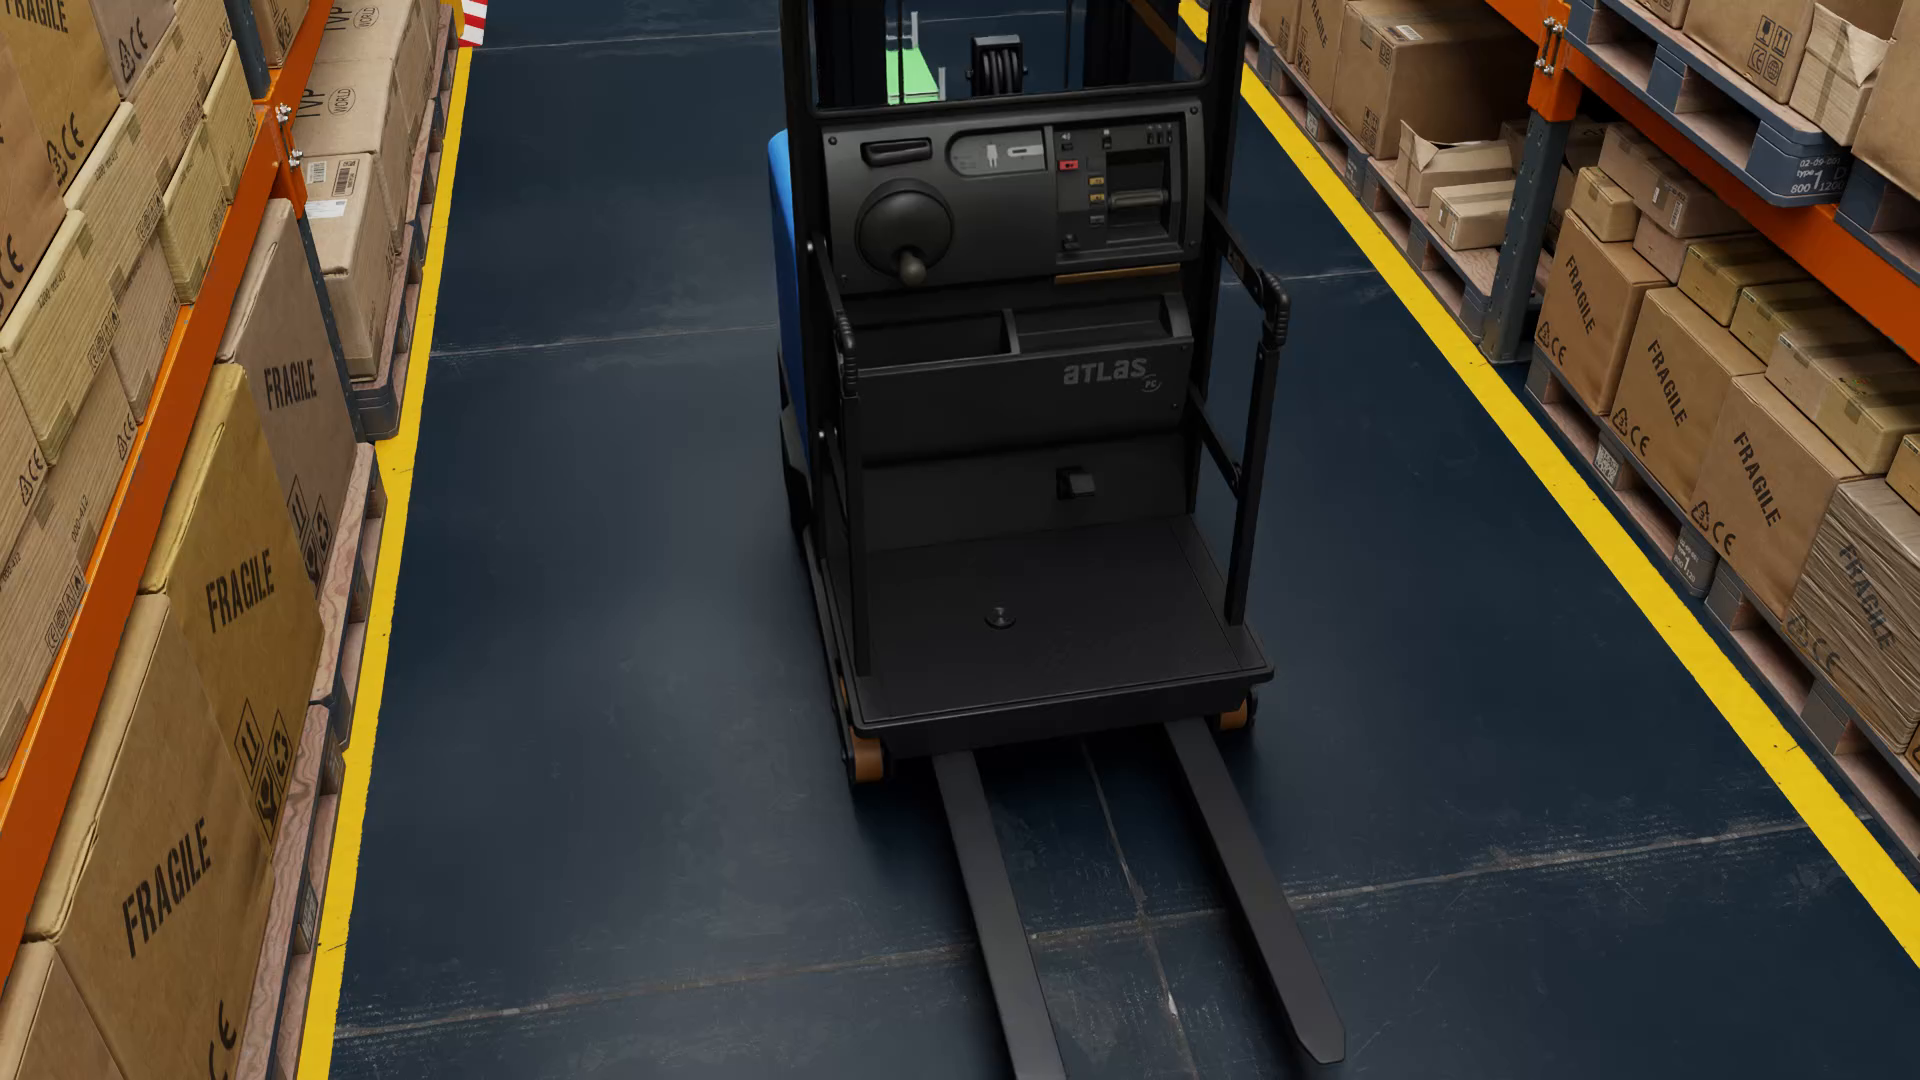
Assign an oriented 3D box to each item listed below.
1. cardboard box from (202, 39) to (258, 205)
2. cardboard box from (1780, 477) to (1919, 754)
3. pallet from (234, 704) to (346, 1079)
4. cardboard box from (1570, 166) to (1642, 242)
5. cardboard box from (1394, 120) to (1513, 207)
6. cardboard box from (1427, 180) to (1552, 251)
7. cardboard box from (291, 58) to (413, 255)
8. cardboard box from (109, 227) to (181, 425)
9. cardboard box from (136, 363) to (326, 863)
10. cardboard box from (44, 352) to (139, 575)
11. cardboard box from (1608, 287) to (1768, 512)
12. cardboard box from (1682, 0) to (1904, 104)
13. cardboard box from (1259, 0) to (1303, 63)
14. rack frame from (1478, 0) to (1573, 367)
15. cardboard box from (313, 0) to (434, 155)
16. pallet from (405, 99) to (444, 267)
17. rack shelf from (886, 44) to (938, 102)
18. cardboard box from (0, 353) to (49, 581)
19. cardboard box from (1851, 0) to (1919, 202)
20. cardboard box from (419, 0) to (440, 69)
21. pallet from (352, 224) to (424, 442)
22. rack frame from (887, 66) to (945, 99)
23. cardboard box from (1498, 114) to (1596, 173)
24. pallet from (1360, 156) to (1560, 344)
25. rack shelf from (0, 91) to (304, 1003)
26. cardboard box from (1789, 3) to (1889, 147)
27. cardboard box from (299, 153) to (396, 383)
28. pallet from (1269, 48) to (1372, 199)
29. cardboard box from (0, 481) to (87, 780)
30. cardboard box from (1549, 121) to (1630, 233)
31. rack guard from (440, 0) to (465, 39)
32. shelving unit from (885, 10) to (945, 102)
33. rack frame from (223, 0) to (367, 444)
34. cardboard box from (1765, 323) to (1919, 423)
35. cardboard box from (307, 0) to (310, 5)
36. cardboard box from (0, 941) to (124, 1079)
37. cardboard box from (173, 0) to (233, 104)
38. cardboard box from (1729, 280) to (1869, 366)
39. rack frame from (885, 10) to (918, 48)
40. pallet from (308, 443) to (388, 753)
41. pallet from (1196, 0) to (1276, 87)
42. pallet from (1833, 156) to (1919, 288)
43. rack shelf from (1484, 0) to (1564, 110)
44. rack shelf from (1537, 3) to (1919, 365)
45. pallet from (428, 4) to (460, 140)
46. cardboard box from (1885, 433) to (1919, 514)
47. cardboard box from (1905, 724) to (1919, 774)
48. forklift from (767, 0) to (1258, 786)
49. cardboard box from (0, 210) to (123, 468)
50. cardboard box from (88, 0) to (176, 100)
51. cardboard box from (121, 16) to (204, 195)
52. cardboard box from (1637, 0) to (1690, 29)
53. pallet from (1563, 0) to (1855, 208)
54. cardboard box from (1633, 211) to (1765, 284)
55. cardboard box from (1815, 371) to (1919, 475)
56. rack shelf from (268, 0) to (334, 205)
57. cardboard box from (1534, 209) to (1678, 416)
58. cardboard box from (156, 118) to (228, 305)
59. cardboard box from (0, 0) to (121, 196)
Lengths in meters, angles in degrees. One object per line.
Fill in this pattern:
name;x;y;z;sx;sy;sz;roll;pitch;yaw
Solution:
cardboard box;-2.139;-1.068;4.302;0.500;0.250;0.500;-7;38;-9
cardboard box;2.555;0.167;4.286;0.500;0.500;0.500;-8;38;-10
pallet;-2.039;0.926;3.886;1.003;0.211;1.213;-6;38;-8
cardboard box;2.221;-1.097;5.383;0.380;0.149;0.250;-5;38;-6
cardboard box;1.971;-1.514;6.640;0.396;0.266;0.258;-5;38;-6
cardboard box;2.034;-1.252;6.398;0.380;0.149;0.250;-7;38;-9
cardboard box;-2.628;-1.457;6.426;0.875;0.438;0.875;-7;38;-9
cardboard box;-1.981;-0.454;3.511;0.500;0.250;0.500;-7;38;-9
cardboard box;-2.112;0.213;3.921;0.875;0.875;0.875;-5;38;-7
cardboard box;-1.886;-0.142;3.110;0.500;0.250;0.500;-6;38;-8
cardboard box;2.387;-0.449;5.078;0.500;0.500;0.500;-7;38;-9
cardboard box;2.376;-1.484;4.291;0.700;0.500;0.500;-6;38;-7
cardboard box;1.845;-2.602;7.849;0.700;0.500;0.500;-5;38;-6
rack frame;2.420;-1.907;5.260;1.000;3.000;0.127;-6;38;-8
cardboard box;-2.784;-2.001;7.127;0.875;0.438;0.875;-5;38;-7
pallet;-2.739;-1.476;6.978;1.003;0.211;1.213;-6;38;-8
rack shelf;-0.215;-1.468;5.484;0.258;0.148;0.480;-7;38;-9
cardboard box;-1.775;-0.041;2.572;0.500;0.250;0.500;-6;38;-8
cardboard box;2.513;-1.010;3.681;0.700;0.500;0.500;-6;38;-8
cardboard box;-2.953;-2.553;7.838;0.875;0.438;0.875;-7;38;-9
pallet;-2.522;-0.738;6.028;1.003;0.211;1.213;-6;38;-8
rack frame;-0.166;-0.993;5.550;0.240;1.200;0.015;-7;38;-9
cardboard box;2.461;-1.634;6.889;0.380;0.149;0.250;-7;38;-9
pallet;2.301;-1.221;6.650;1.003;0.211;1.213;-6;38;-8
rack shelf;-2.115;0.121;3.236;1.077;0.370;4.000;-6;38;-8
cardboard box;2.286;-1.140;4.039;0.396;0.266;0.258;-4;38;-6
cardboard box;-2.470;-0.916;5.730;0.875;0.438;0.875;-7;38;-9
pallet;2.084;-1.959;7.600;1.003;0.211;1.213;-6;38;-8
cardboard box;-1.796;0.156;2.727;0.500;0.250;0.500;-5;38;-6
cardboard box;2.537;-1.436;6.503;0.500;0.311;0.500;-5;38;-6
rack guard;-3.171;-2.815;8.465;1.175;0.500;0.348;-6;38;-8
shelving unit;-0.215;-1.140;5.739;0.258;1.200;0.503;-7;38;-9
rack frame;-2.466;-1.371;4.570;1.000;3.000;0.127;-6;38;-8
cardboard box;2.471;-0.465;4.570;0.380;0.149;0.250;-6;38;-8
cardboard box;-2.374;-2.027;5.332;0.500;0.500;0.500;-6;38;-8
cardboard box;-1.804;1.292;2.532;0.875;0.875;0.875;-7;38;-8
cardboard box;-2.149;-1.269;4.154;0.500;0.250;0.500;-6;38;-8
cardboard box;2.464;-0.620;4.770;0.380;0.149;0.250;-7;38;-9
rack frame;-0.263;-1.287;5.928;0.240;1.200;0.015;-7;38;-9
pallet;-2.256;0.188;4.836;1.003;0.211;1.213;-6;38;-8
pallet;1.873;-2.695;8.547;1.003;0.211;1.213;-6;38;-8
pallet;2.776;-0.590;3.720;1.003;0.211;1.213;-6;38;-8
rack shelf;2.070;-2.831;7.036;1.077;0.370;4.000;-6;38;-8
rack shelf;2.771;-0.415;3.926;1.077;0.370;4.000;-6;38;-8
pallet;-2.950;-2.211;7.925;1.003;0.211;1.213;-6;38;-8
cardboard box;2.588;-0.155;4.171;0.380;0.149;0.250;-6;38;-8
cardboard box;2.664;0.478;3.884;0.500;0.500;0.500;-5;38;-6
forklift;0.183;-0.762;3.842;1.130;2.935;3.031;-7;38;-9
cardboard box;-1.851;-0.348;2.968;0.500;0.250;0.500;-6;38;-7
cardboard box;-2.042;-1.251;3.519;0.500;0.500;0.500;-6;38;-7
cardboard box;-2.054;-0.968;3.766;0.500;0.250;0.500;-5;38;-7
cardboard box;2.285;-1.796;4.694;0.700;0.500;0.500;-5;38;-7
pallet;2.453;-1.337;4.683;1.003;0.211;1.213;-6;38;-8
cardboard box;2.346;-0.938;5.179;0.380;0.149;0.250;-7;38;-9
cardboard box;2.512;-0.315;4.377;0.380;0.149;0.250;-5;38;-6
rack shelf;-2.816;-2.295;6.346;1.077;0.370;4.000;-6;38;-8
cardboard box;2.284;-0.770;5.491;0.500;0.500;0.500;-5;38;-6
cardboard box;-2.051;-0.760;3.906;0.500;0.250;0.500;-7;38;-9
cardboard box;-1.973;-0.943;3.122;0.500;0.500;0.500;-5;38;-7
